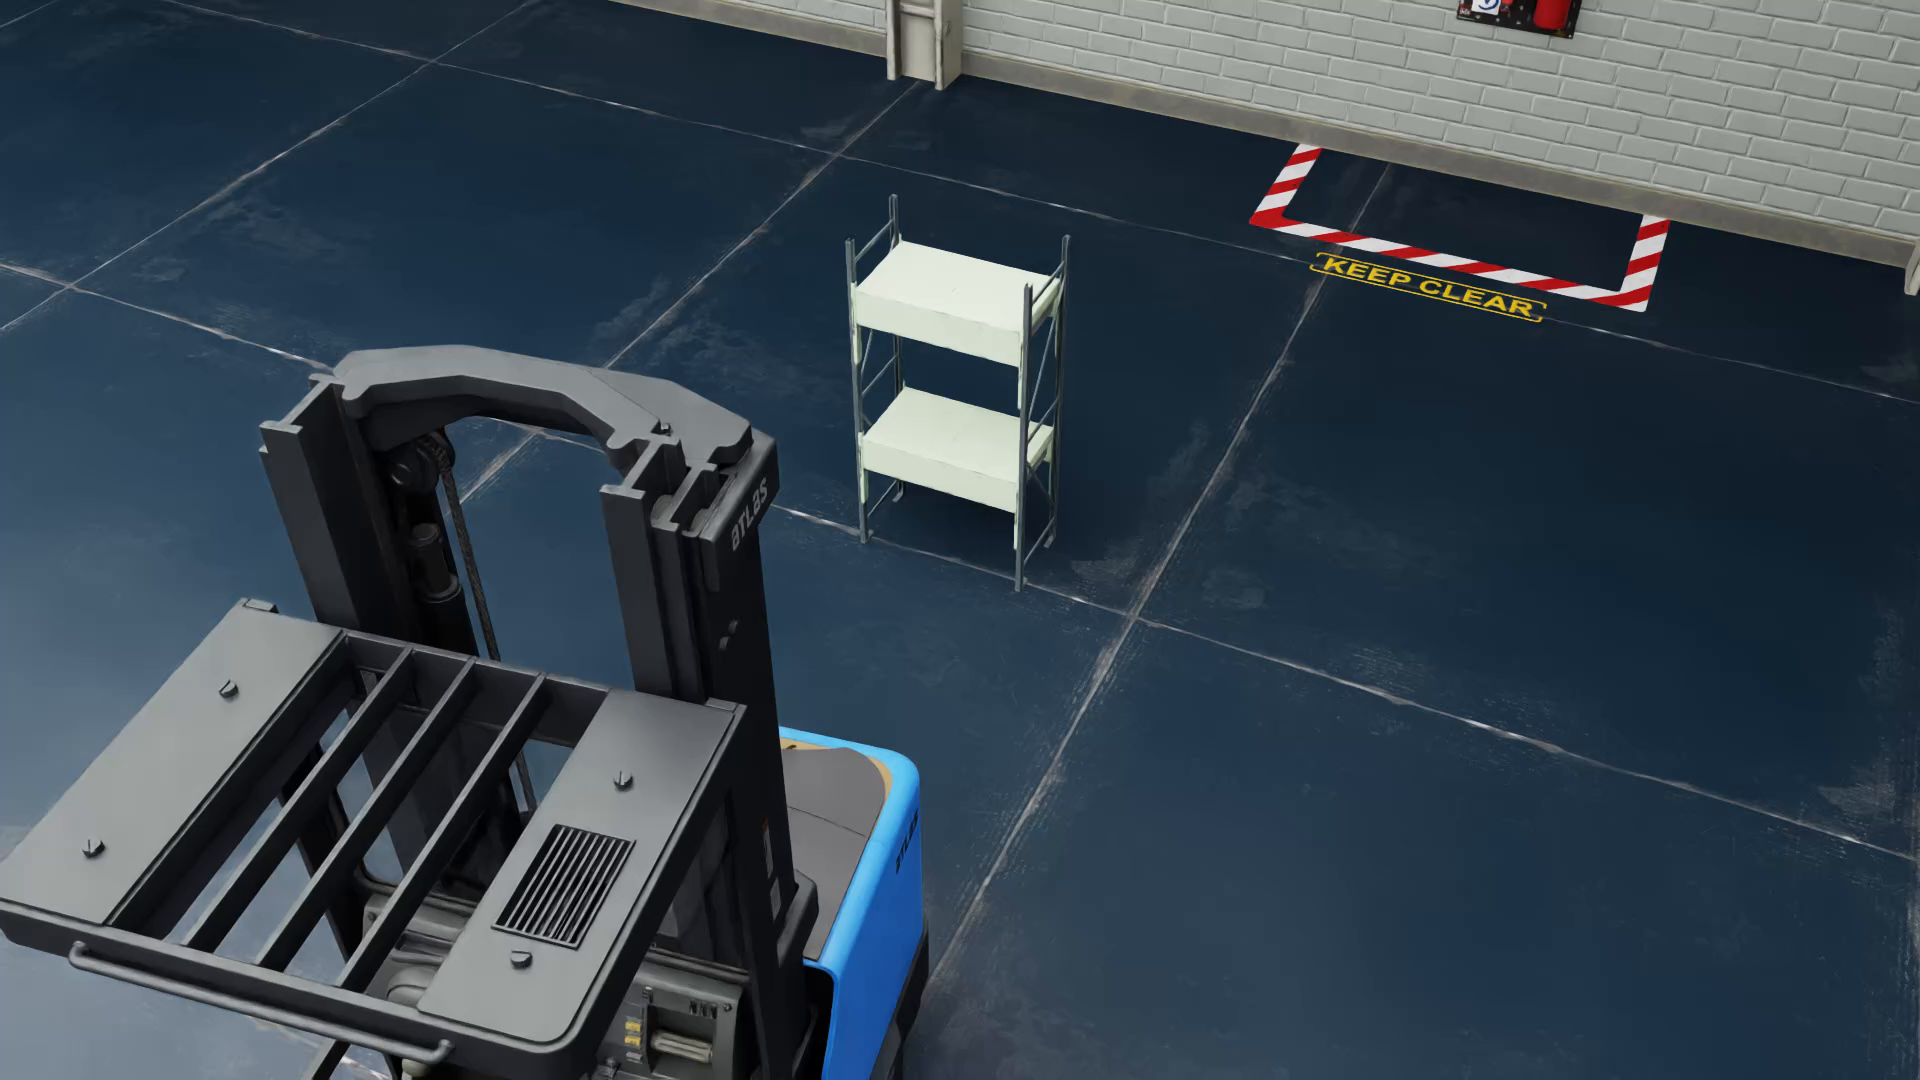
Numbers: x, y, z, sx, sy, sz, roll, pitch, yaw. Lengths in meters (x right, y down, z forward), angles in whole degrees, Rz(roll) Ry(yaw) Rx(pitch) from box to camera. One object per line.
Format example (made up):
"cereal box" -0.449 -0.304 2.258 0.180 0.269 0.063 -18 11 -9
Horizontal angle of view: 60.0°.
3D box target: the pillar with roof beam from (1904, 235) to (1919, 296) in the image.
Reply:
"pillar with roof beam" 3.392 -2.179 2.893 0.400 9.000 9.100 17 44 19

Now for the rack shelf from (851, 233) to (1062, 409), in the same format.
"rack shelf" -0.006 -0.863 6.505 0.720 0.370 0.431 17 44 19

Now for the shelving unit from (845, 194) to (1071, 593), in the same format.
"shelving unit" -0.006 -0.569 6.761 0.755 1.500 0.431 17 44 19

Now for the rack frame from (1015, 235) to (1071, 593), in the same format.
"rack frame" 0.326 -0.467 6.644 0.023 1.500 0.400 17 44 19

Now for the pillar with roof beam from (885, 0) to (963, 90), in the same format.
"pillar with roof beam" -2.045 -3.840 4.810 0.400 9.000 9.100 17 44 19

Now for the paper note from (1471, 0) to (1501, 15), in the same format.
"paper note" 2.858 -2.931 9.014 0.142 0.148 0.016 17 44 19

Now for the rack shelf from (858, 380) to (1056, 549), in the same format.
"rack shelf" -0.006 -0.322 6.974 0.720 0.370 0.431 17 44 19

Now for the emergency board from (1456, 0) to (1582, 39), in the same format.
"emergency board" 2.989 -3.174 8.622 0.643 1.169 0.194 17 44 19

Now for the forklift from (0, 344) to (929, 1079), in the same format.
"forklift" -0.999 1.178 3.653 1.130 2.935 3.031 11 42 12

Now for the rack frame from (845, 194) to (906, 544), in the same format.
"rack frame" -0.338 -0.670 6.878 0.023 1.500 0.400 17 44 19
